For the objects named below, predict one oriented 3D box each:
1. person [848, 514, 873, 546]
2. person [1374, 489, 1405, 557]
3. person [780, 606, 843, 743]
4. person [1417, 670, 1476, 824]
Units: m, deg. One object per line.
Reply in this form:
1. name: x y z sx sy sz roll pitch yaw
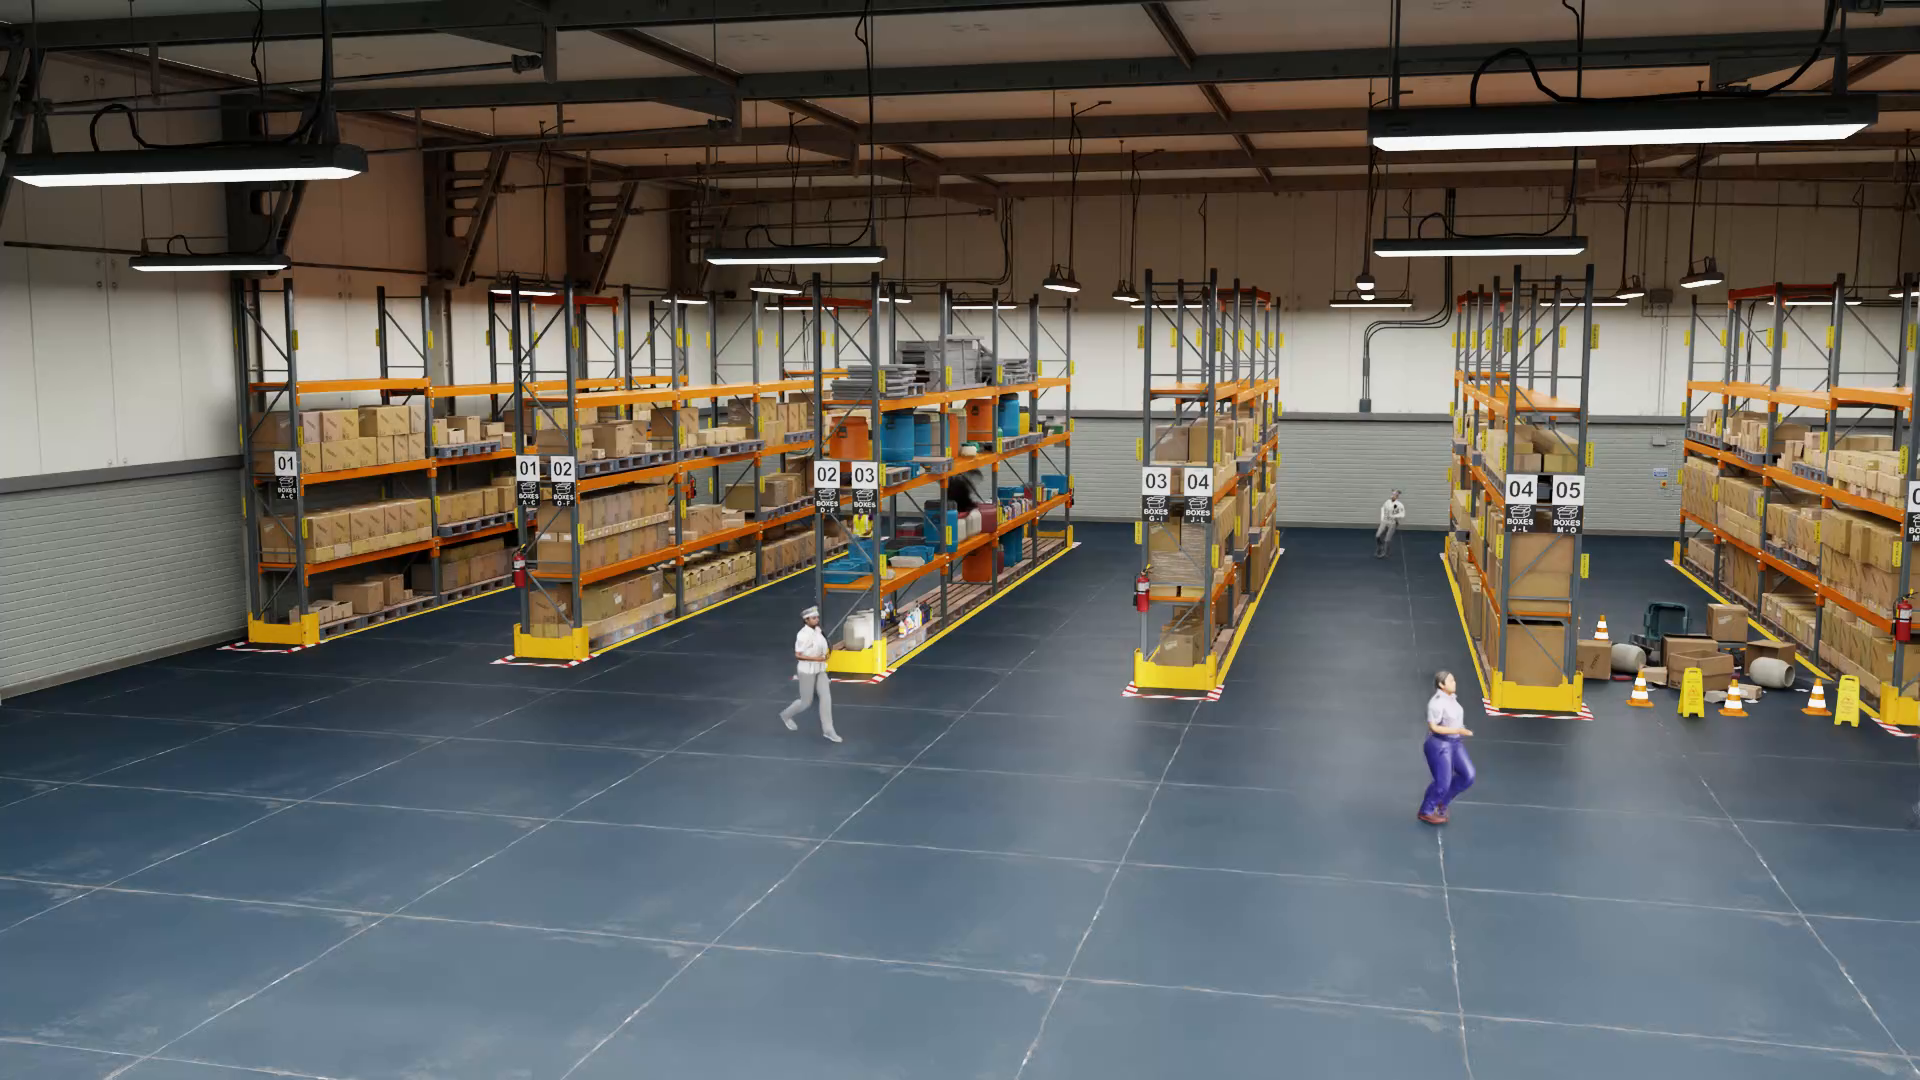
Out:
1. person: -2.026 -0.158 35.120 0.669 1.554 1.098 1 7 11
2. person: 9.850 -0.378 38.118 0.696 1.612 0.585 6 9 39
3. person: -1.865 1.666 20.847 0.920 1.687 0.581 5 8 35
4. person: 5.057 2.153 17.172 0.605 1.603 0.582 6 9 41
